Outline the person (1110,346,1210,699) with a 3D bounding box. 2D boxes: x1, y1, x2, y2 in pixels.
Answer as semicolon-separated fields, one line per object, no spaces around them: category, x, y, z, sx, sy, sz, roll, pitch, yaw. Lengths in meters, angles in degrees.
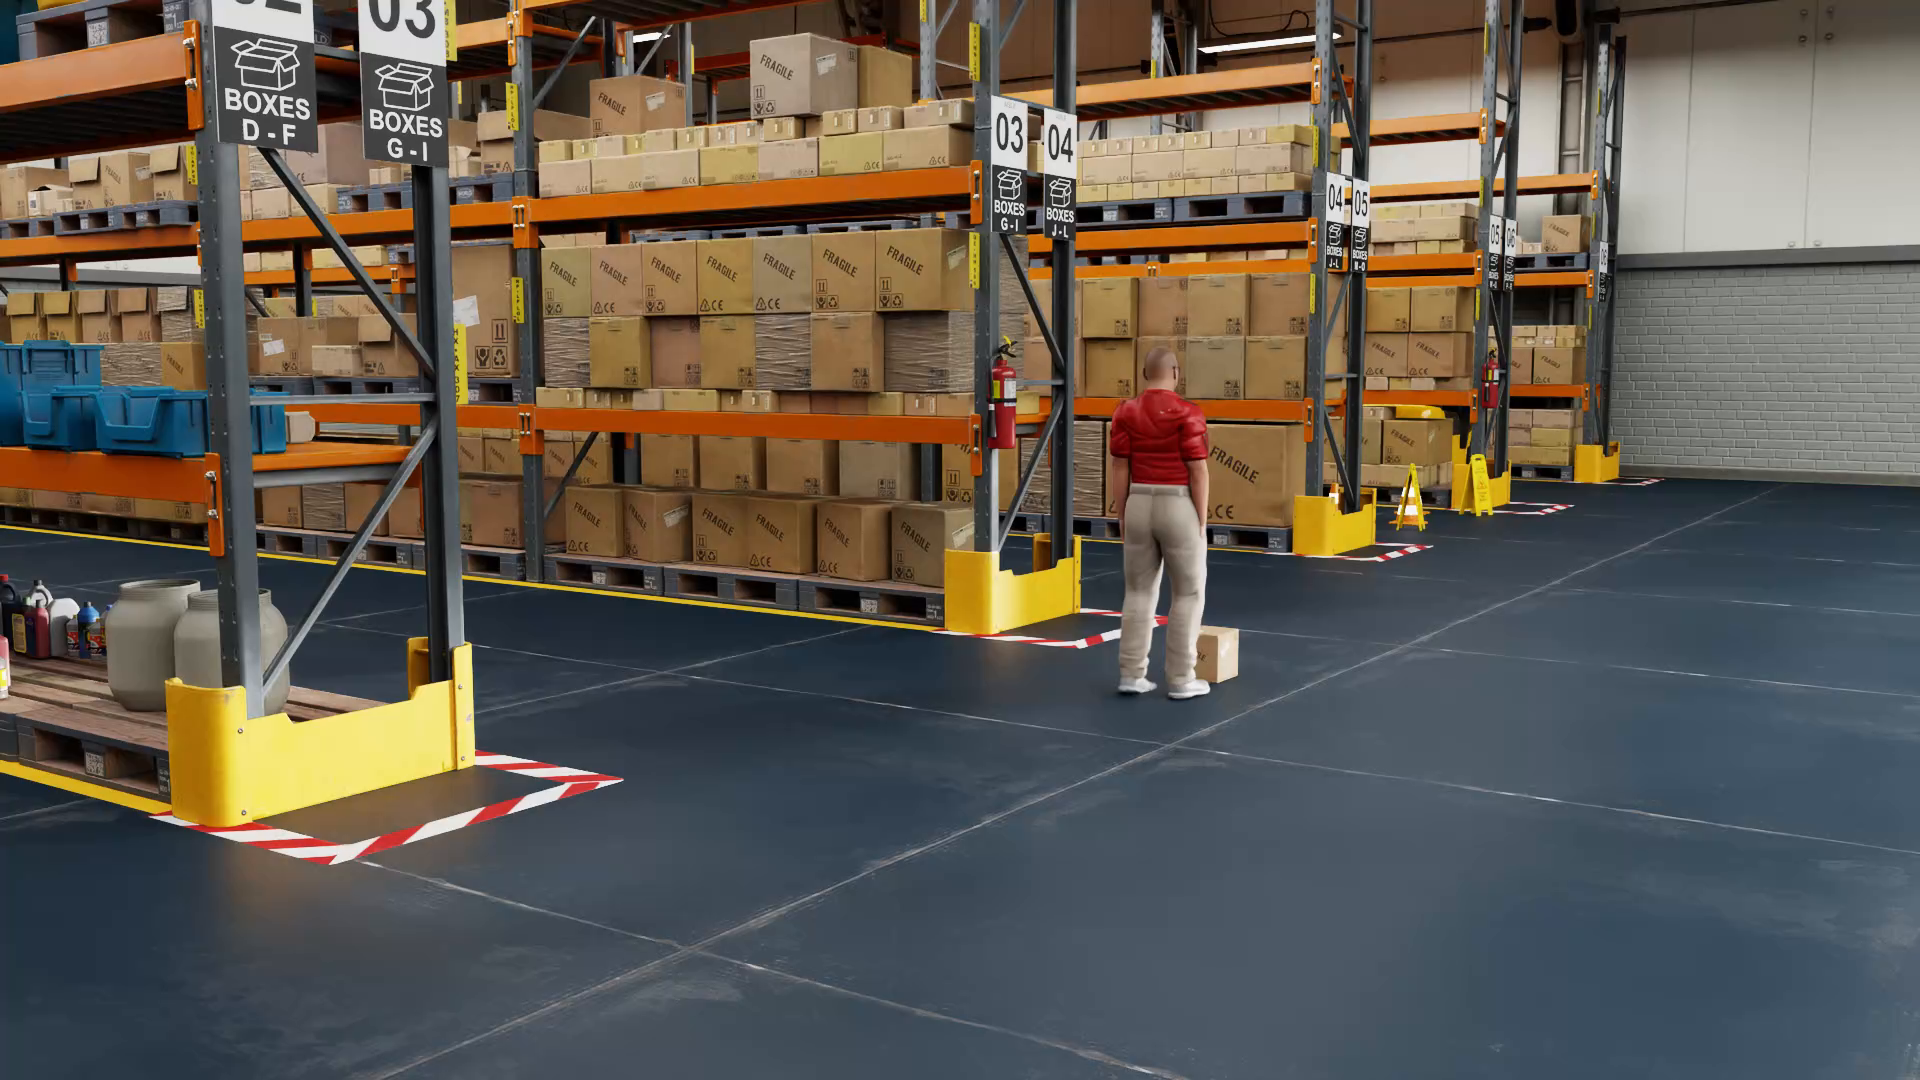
person;1.005;-0.079;8.228;0.527;1.748;0.365;4;8;35
